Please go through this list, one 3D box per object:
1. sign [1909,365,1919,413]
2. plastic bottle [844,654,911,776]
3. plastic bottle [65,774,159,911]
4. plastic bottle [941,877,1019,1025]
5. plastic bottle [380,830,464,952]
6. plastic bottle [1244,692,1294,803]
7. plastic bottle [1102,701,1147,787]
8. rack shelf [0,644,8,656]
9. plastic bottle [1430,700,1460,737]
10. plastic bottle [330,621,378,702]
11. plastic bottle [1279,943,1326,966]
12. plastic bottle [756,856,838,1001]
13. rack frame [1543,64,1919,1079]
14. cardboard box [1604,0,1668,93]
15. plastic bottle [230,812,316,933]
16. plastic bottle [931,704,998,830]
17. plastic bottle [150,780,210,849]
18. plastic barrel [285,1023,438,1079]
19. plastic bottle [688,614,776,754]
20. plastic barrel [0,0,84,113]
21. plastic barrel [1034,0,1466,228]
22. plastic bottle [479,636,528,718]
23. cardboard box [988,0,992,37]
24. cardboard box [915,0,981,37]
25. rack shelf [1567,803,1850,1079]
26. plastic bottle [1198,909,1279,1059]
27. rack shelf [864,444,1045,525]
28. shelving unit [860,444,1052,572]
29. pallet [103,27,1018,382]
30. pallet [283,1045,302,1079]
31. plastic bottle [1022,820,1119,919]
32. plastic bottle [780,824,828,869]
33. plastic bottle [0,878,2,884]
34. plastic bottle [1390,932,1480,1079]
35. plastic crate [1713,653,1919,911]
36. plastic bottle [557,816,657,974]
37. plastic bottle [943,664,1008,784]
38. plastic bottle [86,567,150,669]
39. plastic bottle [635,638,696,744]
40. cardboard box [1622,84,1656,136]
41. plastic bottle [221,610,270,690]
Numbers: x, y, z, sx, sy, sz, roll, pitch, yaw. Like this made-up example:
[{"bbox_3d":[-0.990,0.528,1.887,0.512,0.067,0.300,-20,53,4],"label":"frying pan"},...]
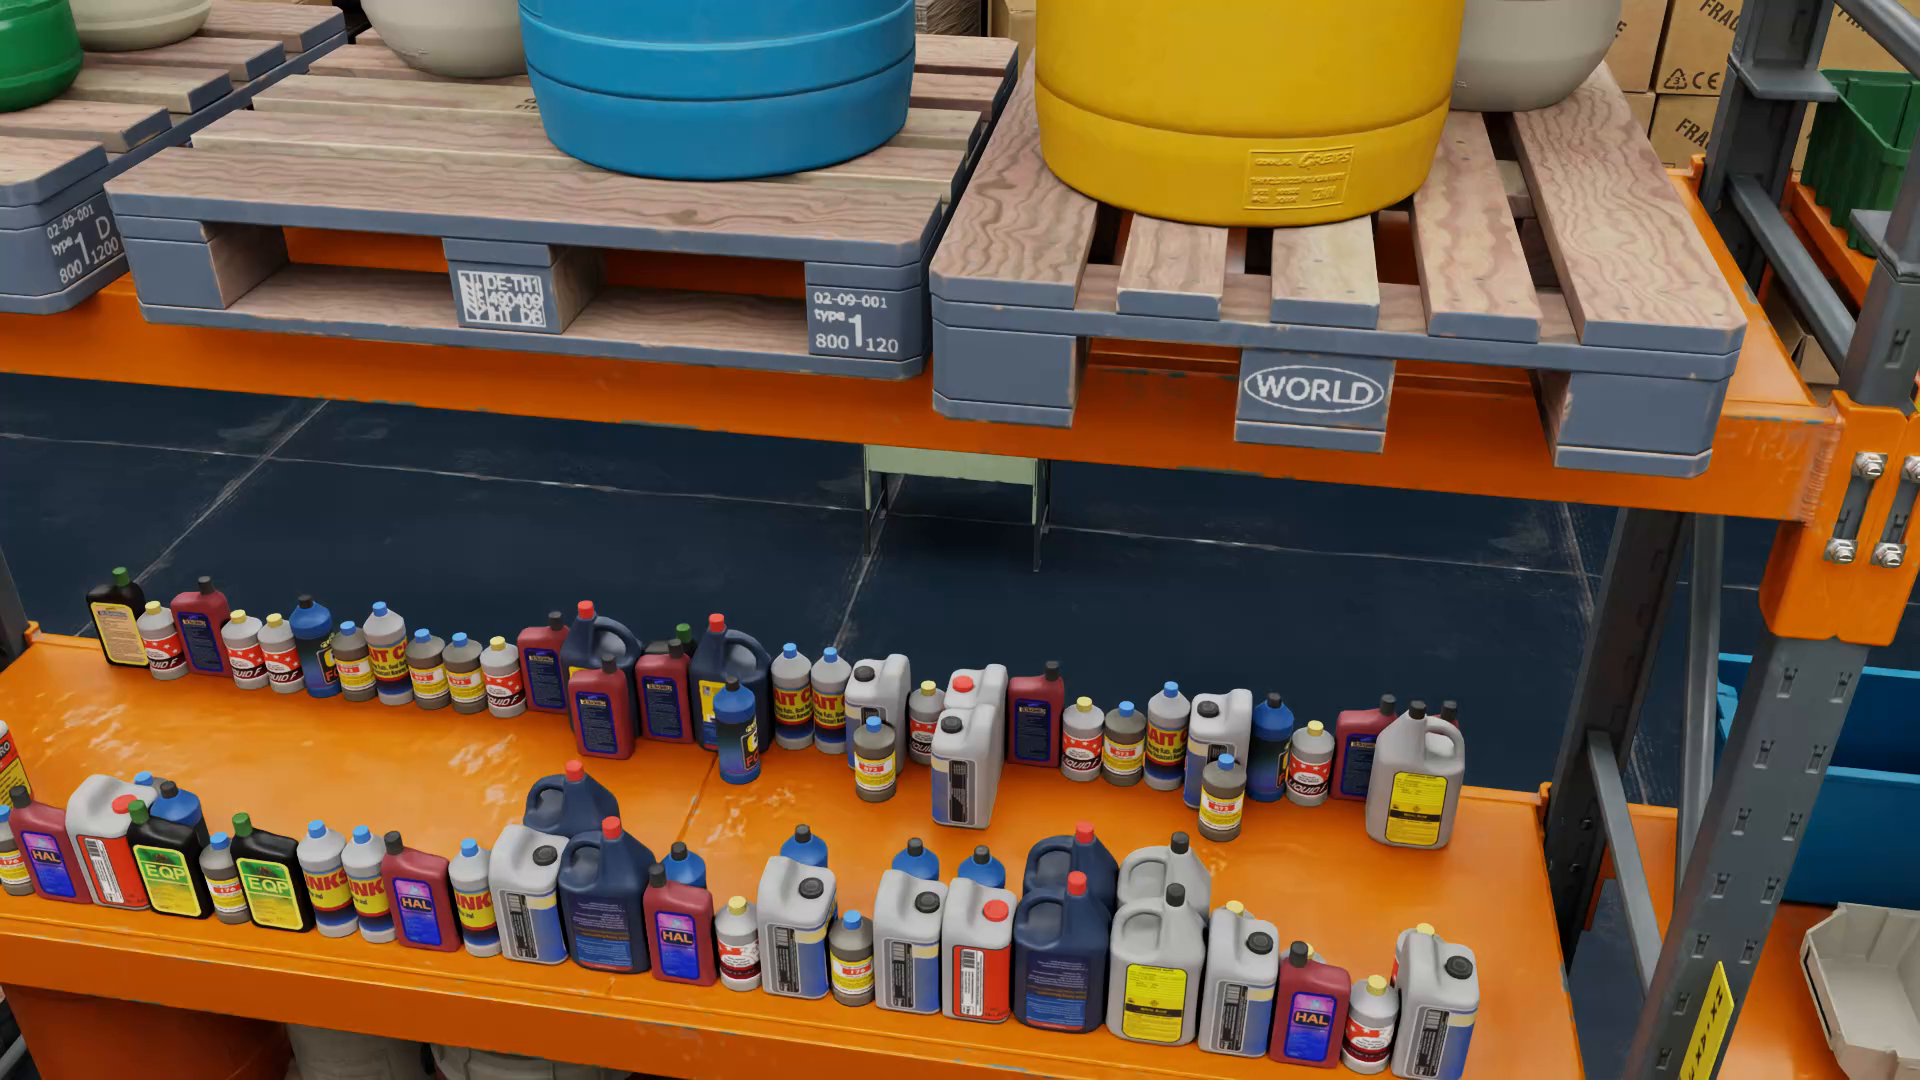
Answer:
[{"bbox_3d":[1.246,-0.300,2.067,0.005,0.325,0.100,5,32,8],"label":"sign"},{"bbox_3d":[-0.193,0.396,3.907,0.135,0.276,0.152,5,32,8],"label":"plastic bottle"},{"bbox_3d":[-1.774,0.632,3.530,0.135,0.276,0.152,5,32,8],"label":"plastic bottle"},{"bbox_3d":[0.041,0.796,3.267,0.135,0.276,0.152,5,32,8],"label":"plastic bottle"},{"bbox_3d":[-1.099,0.715,3.391,0.133,0.283,0.061,5,32,8],"label":"plastic bottle"},{"bbox_3d":[0.707,0.465,3.801,0.097,0.271,0.097,0,32,0],"label":"plastic bottle"},{"bbox_3d":[0.382,0.465,3.867,0.097,0.201,0.097,0,32,0],"label":"plastic bottle"},{"bbox_3d":[-4.574,0.457,4.371,4.000,0.370,1.077,5,32,8],"label":"rack shelf"},{"bbox_3d":[1.051,0.481,3.764,0.133,0.283,0.061,5,32,8],"label":"plastic bottle"},{"bbox_3d":[-1.506,0.294,4.140,0.097,0.201,0.097,0,32,0],"label":"plastic bottle"},{"bbox_3d":[0.658,0.866,3.227,0.097,0.201,0.097,0,32,0],"label":"plastic bottle"},{"bbox_3d":[-0.321,0.764,3.320,0.135,0.276,0.152,5,32,8],"label":"plastic bottle"},{"bbox_3d":[1.341,0.688,3.324,0.127,3.000,1.000,5,32,8],"label":"rack frame"},{"bbox_3d":[2.595,-2.180,6.869,0.500,0.500,0.500,6,33,9],"label":"cardboard box"},{"bbox_3d":[-1.422,0.685,3.438,0.133,0.283,0.061,5,32,8],"label":"plastic bottle"},{"bbox_3d":[0.010,0.496,3.747,0.135,0.276,0.152,5,32,8],"label":"plastic bottle"},{"bbox_3d":[-1.654,0.627,3.543,0.097,0.271,0.097,0,32,0],"label":"plastic bottle"},{"bbox_3d":[-1.545,1.245,4.382,0.421,0.512,0.421,0,32,0],"label":"plastic barrel"},{"bbox_3d":[-0.541,0.331,3.941,0.185,0.351,0.144,5,32,8],"label":"plastic bottle"},{"bbox_3d":[-1.596,-0.838,2.686,0.294,0.245,0.294,0,32,0],"label":"plastic barrel"},{"bbox_3d":[0.407,-0.817,2.328,0.600,0.588,0.600,0,32,0],"label":"plastic barrel"},{"bbox_3d":[-1.122,0.329,4.085,0.097,0.201,0.097,0,32,0],"label":"plastic bottle"},{"bbox_3d":[0.630,-3.902,12.287,0.750,0.750,0.750,5,32,8],"label":"cardboard box"},{"bbox_3d":[-0.256,-2.301,7.610,0.500,0.500,0.700,11,34,17],"label":"cardboard box"},{"bbox_3d":[3.312,1.171,3.230,4.000,0.370,1.077,5,32,8],"label":"rack shelf"},{"bbox_3d":[0.538,0.841,3.196,0.135,0.276,0.152,5,32,8],"label":"plastic bottle"},{"bbox_3d":[-0.007,-0.360,7.026,0.720,0.370,0.431,5,32,8],"label":"rack shelf"},{"bbox_3d":[-0.007,-0.636,6.853,0.755,1.500,0.431,5,32,8],"label":"shelving unit"},{"bbox_3d":[-0.567,-0.622,2.768,1.213,0.211,1.003,5,32,8],"label":"pallet"},{"bbox_3d":[-1.818,1.561,4.557,1.213,0.211,1.003,5,32,8],"label":"pallet"},{"bbox_3d":[0.222,0.706,3.342,0.185,0.351,0.144,5,32,8],"label":"plastic bottle"},{"bbox_3d":[-0.318,0.699,3.428,0.097,0.271,0.097,0,32,0],"label":"plastic bottle"},{"bbox_3d":[-2.120,0.617,3.558,0.097,0.271,0.097,0,32,0],"label":"plastic bottle"},{"bbox_3d":[0.898,0.874,3.143,0.135,0.276,0.152,5,32,8],"label":"plastic bottle"},{"bbox_3d":[1.858,0.532,3.531,0.575,0.384,0.392,5,32,8],"label":"plastic crate"},{"bbox_3d":[-0.706,0.699,3.352,0.185,0.351,0.144,5,32,8],"label":"plastic bottle"},{"bbox_3d":[0.036,0.417,3.874,0.135,0.276,0.152,5,32,8],"label":"plastic bottle"},{"bbox_3d":[-2.132,0.193,4.225,0.133,0.283,0.061,5,32,8],"label":"plastic bottle"},{"bbox_3d":[-0.702,0.355,3.965,0.133,0.283,0.061,5,32,8],"label":"plastic bottle"},{"bbox_3d":[2.634,-1.757,7.136,0.500,0.500,0.500,6,33,9],"label":"cardboard box"},{"bbox_3d":[-1.794,0.268,4.182,0.097,0.201,0.097,0,32,0],"label":"plastic bottle"}]
